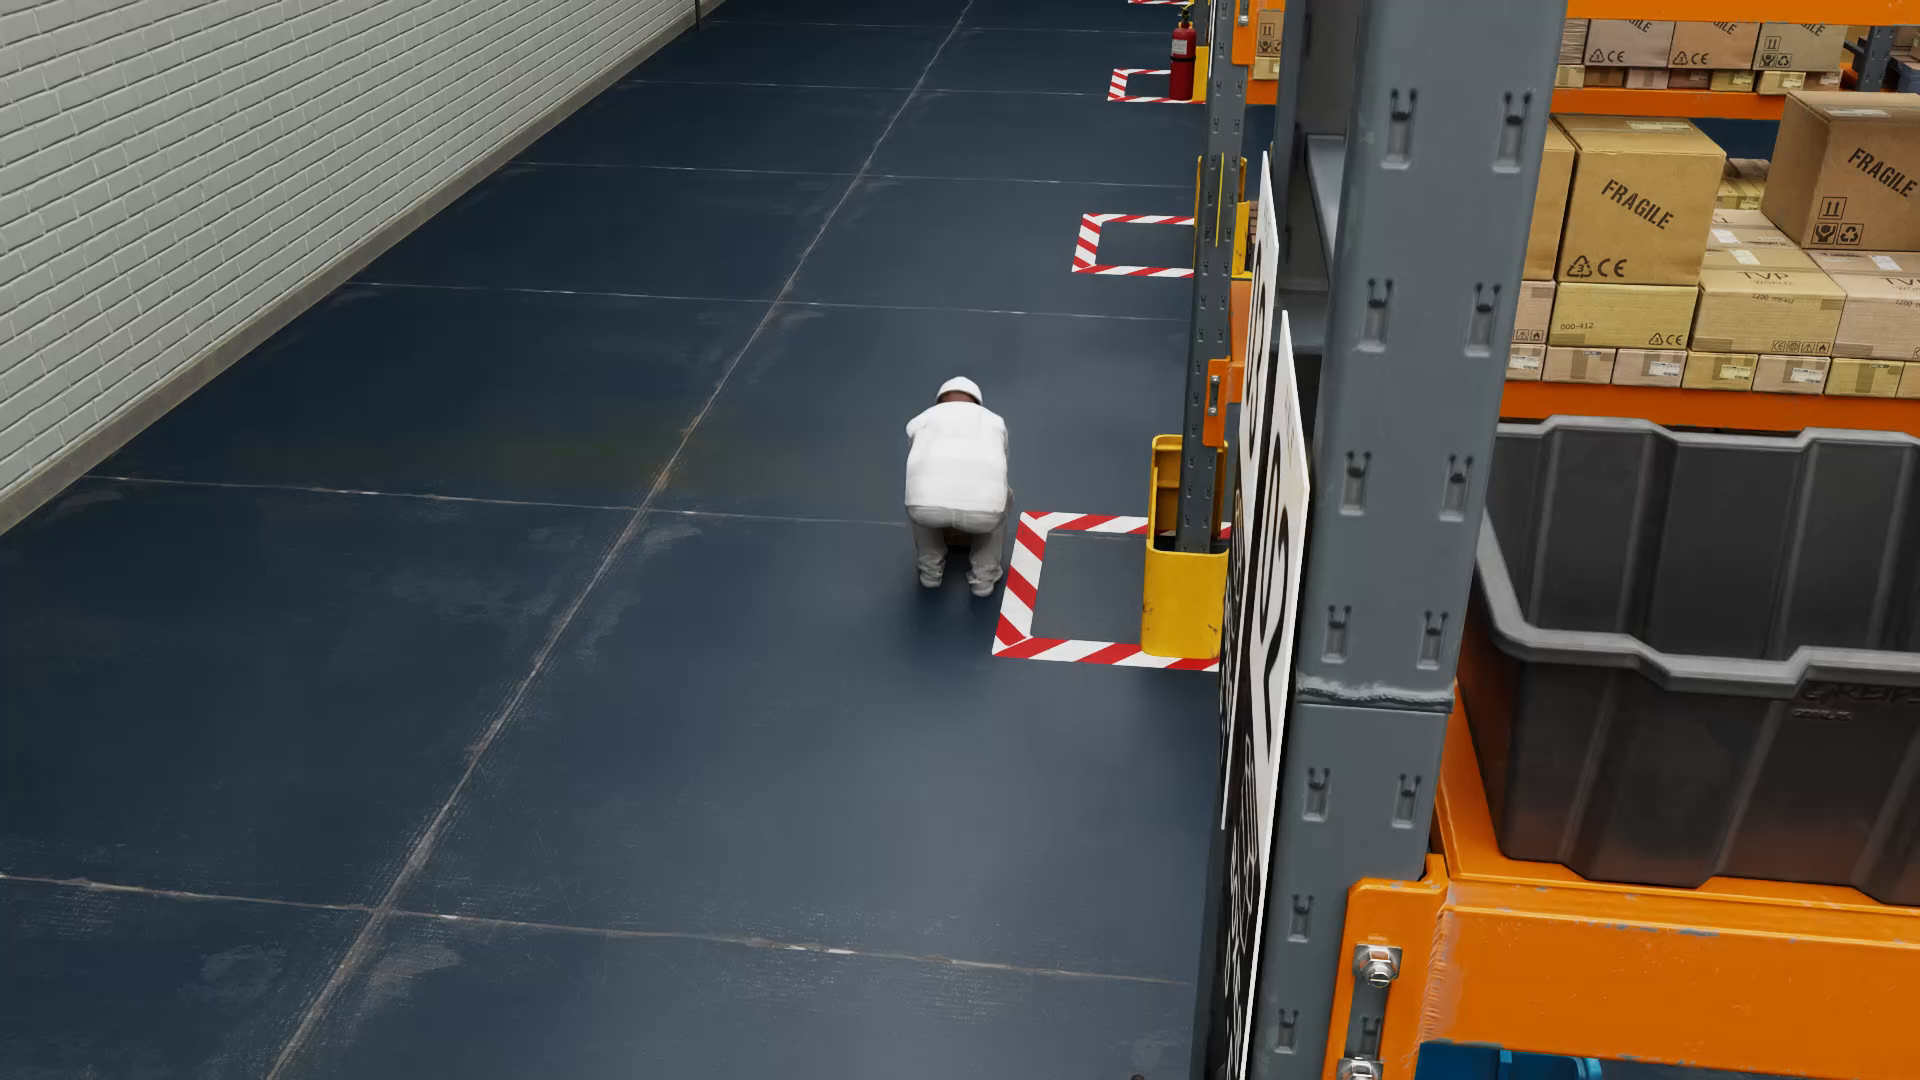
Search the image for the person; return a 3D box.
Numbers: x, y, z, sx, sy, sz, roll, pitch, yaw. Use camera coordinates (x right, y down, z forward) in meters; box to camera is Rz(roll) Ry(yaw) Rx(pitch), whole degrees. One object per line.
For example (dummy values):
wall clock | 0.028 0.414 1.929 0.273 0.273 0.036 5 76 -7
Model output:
person | -0.004 -0.232 7.605 0.504 0.791 0.988 3 28 5
